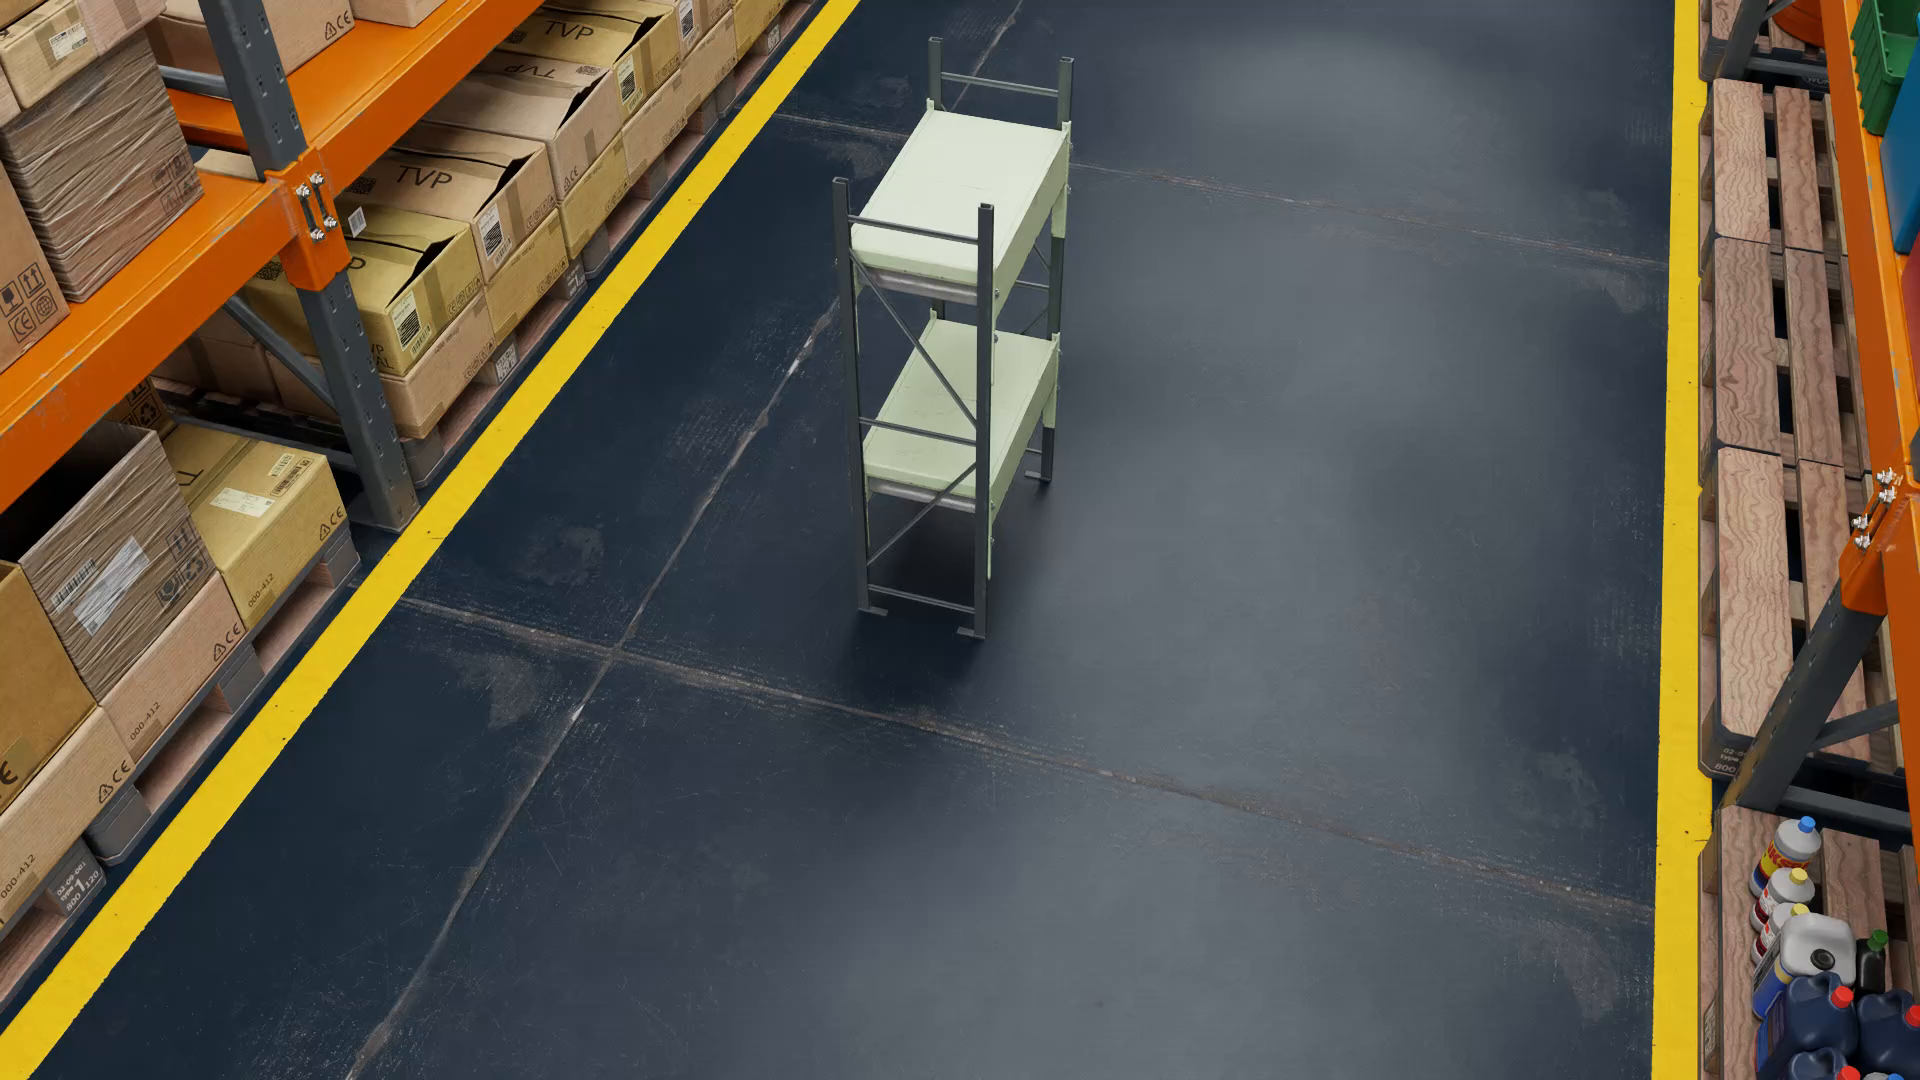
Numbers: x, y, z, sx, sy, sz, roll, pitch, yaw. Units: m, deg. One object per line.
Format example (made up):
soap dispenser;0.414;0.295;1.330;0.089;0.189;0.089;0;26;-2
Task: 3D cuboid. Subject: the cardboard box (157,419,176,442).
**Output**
cardboard box;-2.656;-0.158;4.933;0.500;0.250;0.500;13;46;13

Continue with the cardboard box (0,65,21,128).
cardboard box;-2.259;-0.937;3.528;0.380;0.149;0.250;11;46;11

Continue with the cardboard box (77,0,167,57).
cardboard box;-2.105;-1.277;3.875;0.380;0.149;0.250;12;46;12

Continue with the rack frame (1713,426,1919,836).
rack frame;2.493;-0.184;3.293;1.000;3.000;0.127;13;46;13

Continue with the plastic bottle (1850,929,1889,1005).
plastic bottle;2.008;0.993;3.718;0.061;0.283;0.133;13;46;13

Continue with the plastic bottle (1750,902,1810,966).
plastic bottle;1.917;0.914;3.857;0.097;0.201;0.097;0;44;0

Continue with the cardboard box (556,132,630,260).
cardboard box;-1.558;-1.306;6.105;0.500;0.250;0.500;11;45;11

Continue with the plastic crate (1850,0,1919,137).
plastic crate;2.751;-1.329;4.615;0.450;0.188;0.662;13;46;13

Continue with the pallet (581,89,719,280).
pallet;-1.673;-1.554;6.687;1.003;0.211;1.213;13;46;13

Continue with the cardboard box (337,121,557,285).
cardboard box;-1.708;-1.159;5.554;0.500;0.311;0.500;12;46;12

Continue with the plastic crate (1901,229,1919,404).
plastic crate;2.348;-0.594;3.667;0.402;0.464;0.583;13;46;13

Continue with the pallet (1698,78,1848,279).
pallet;3.432;-1.345;6.474;1.003;0.211;1.213;13;46;13

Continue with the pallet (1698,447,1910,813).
pallet;2.693;0.281;4.812;1.003;0.211;1.213;13;46;13

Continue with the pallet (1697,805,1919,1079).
pallet;2.250;1.252;3.820;1.003;0.211;1.213;13;46;13

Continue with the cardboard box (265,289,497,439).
cardboard box;-1.869;-0.619;5.404;0.500;0.250;0.500;12;46;12

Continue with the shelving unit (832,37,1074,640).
shelving unit;-0.002;-0.532;4.721;0.431;1.500;0.755;13;46;12

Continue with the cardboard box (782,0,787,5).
cardboard box;-0.943;-2.667;7.496;0.500;0.250;0.500;14;46;13

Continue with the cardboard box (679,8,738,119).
cardboard box;-1.250;-1.988;6.803;0.500;0.250;0.500;14;46;13

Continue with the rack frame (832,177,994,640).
rack frame;-0.113;-0.288;4.472;0.400;1.500;0.023;13;46;12

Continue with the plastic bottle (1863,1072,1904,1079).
plastic bottle;1.924;1.206;3.509;0.097;0.271;0.097;0;44;0

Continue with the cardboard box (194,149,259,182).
cardboard box;-2.226;-1.282;5.680;0.500;0.311;0.500;14;46;14

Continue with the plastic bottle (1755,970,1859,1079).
plastic bottle;1.853;1.056;3.606;0.144;0.351;0.185;14;46;14

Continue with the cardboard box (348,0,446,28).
cardboard box;-1.764;-1.693;5.015;0.380;0.149;0.250;13;46;13

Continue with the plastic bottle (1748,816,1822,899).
plastic bottle;1.978;0.753;3.971;0.097;0.271;0.097;0;44;0

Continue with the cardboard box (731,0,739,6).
cardboard box;-1.091;-2.521;6.946;0.500;0.311;0.500;12;46;12

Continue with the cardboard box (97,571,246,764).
cardboard box;-2.320;0.284;4.481;0.500;0.250;0.500;13;46;13

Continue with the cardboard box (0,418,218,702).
cardboard box;-2.322;0.015;4.219;0.500;0.500;0.500;13;46;13

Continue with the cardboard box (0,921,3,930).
cardboard box;-2.608;0.953;3.797;0.500;0.250;0.500;13;46;13

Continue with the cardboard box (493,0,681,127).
cardboard box;-1.400;-1.851;6.262;0.500;0.311;0.500;14;46;14

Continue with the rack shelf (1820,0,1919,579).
rack shelf;3.098;-1.260;4.907;1.077;0.370;4.000;13;46;13

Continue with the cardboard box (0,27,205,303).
cardboard box;-2.355;-0.974;4.029;0.700;0.500;0.500;11;46;11

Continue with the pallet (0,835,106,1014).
pallet;-2.875;1.098;3.977;1.003;0.211;1.213;13;46;13

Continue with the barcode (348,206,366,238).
barcode;-1.753;-0.924;4.836;0.001;0.075;0.075;13;46;13

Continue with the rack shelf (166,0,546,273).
rack shelf;-1.621;-2.312;5.982;1.077;0.370;4.000;13;46;13

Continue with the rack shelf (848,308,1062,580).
rack shelf;-0.002;-0.299;4.949;0.431;0.370;0.720;13;46;12
